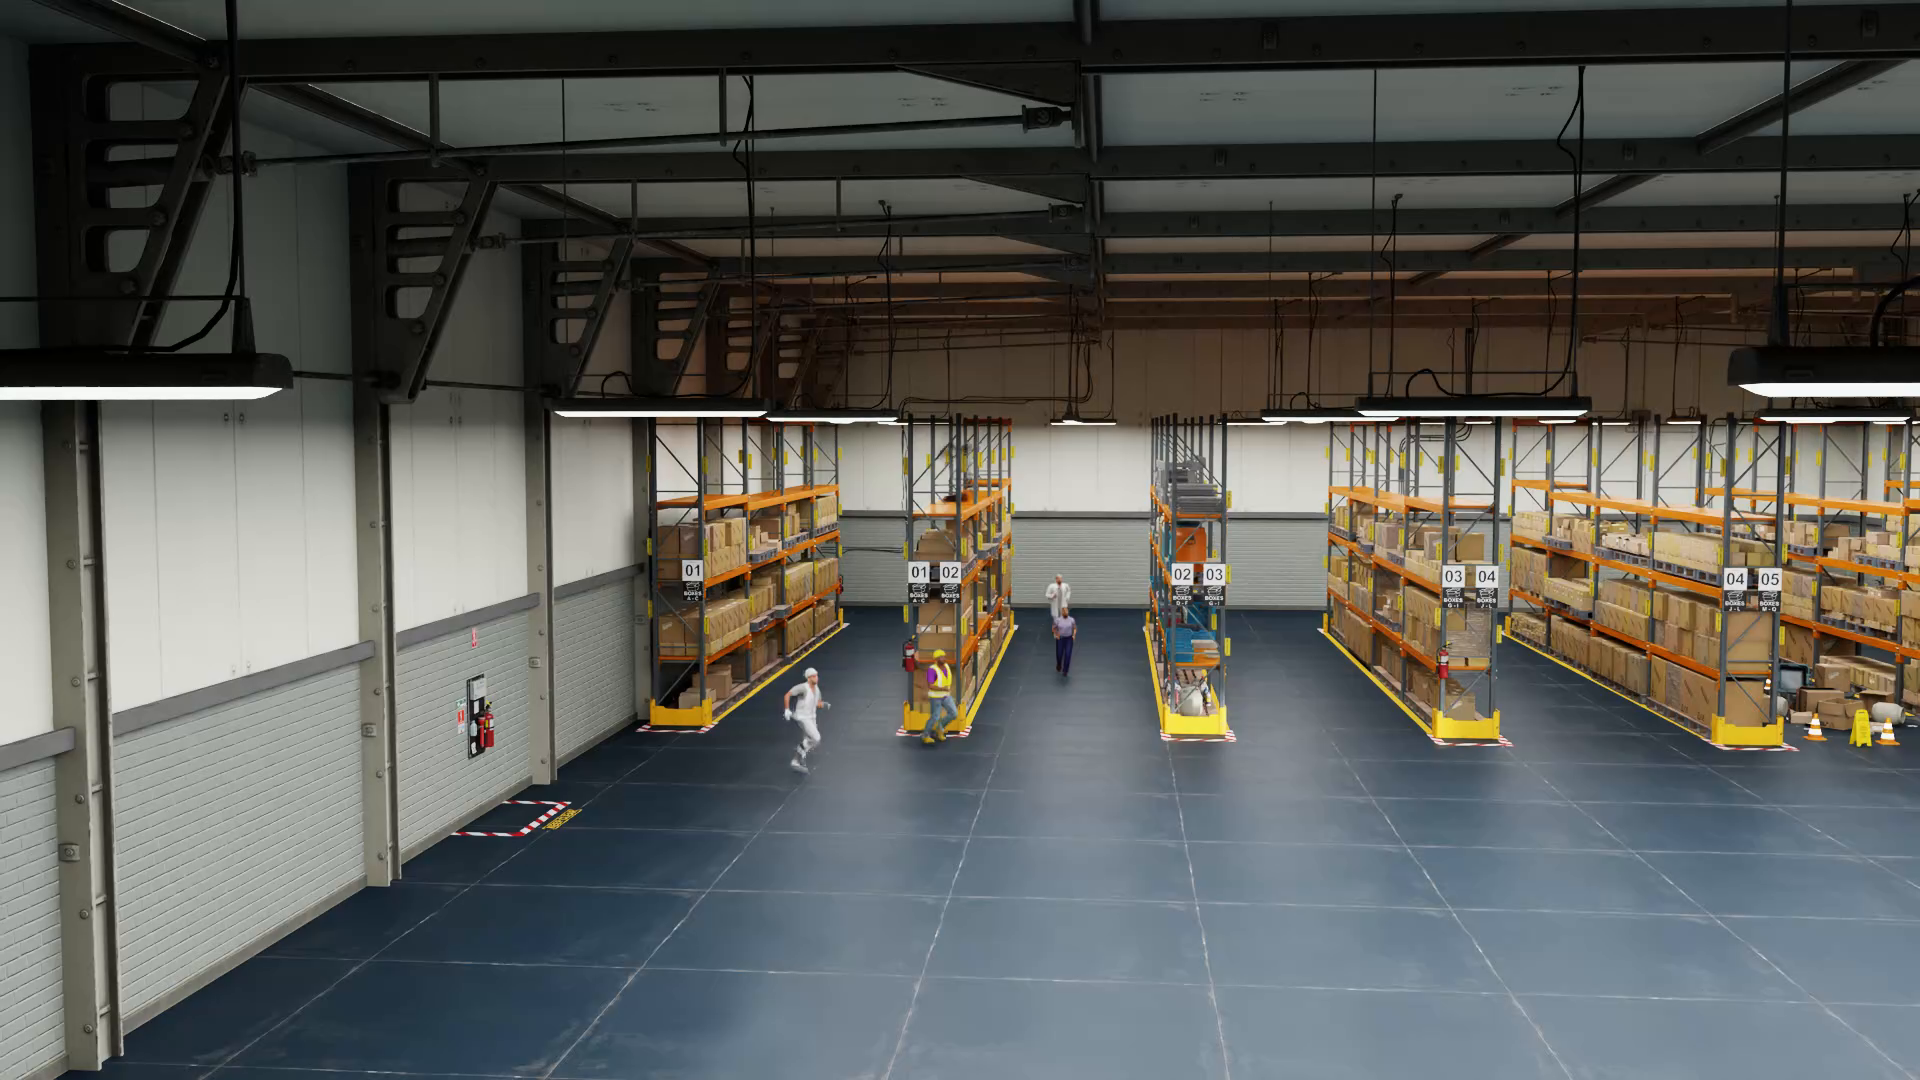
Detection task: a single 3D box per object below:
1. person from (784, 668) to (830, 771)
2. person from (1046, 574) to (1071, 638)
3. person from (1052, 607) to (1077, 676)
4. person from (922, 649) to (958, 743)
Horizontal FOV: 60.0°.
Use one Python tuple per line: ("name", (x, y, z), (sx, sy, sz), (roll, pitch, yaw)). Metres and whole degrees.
("person", (-2.504, 2.990, 27.626), (0.689, 1.726, 0.709), (2, 4, 29))
("person", (2.647, 1.802, 44.611), (0.710, 1.771, 1.034), (0, 4, -5))
("person", (2.424, 2.335, 38.481), (0.595, 1.601, 0.561), (0, 4, -2))
("person", (-0.333, 2.821, 30.026), (0.717, 1.714, 0.803), (-4, 5, -43))
